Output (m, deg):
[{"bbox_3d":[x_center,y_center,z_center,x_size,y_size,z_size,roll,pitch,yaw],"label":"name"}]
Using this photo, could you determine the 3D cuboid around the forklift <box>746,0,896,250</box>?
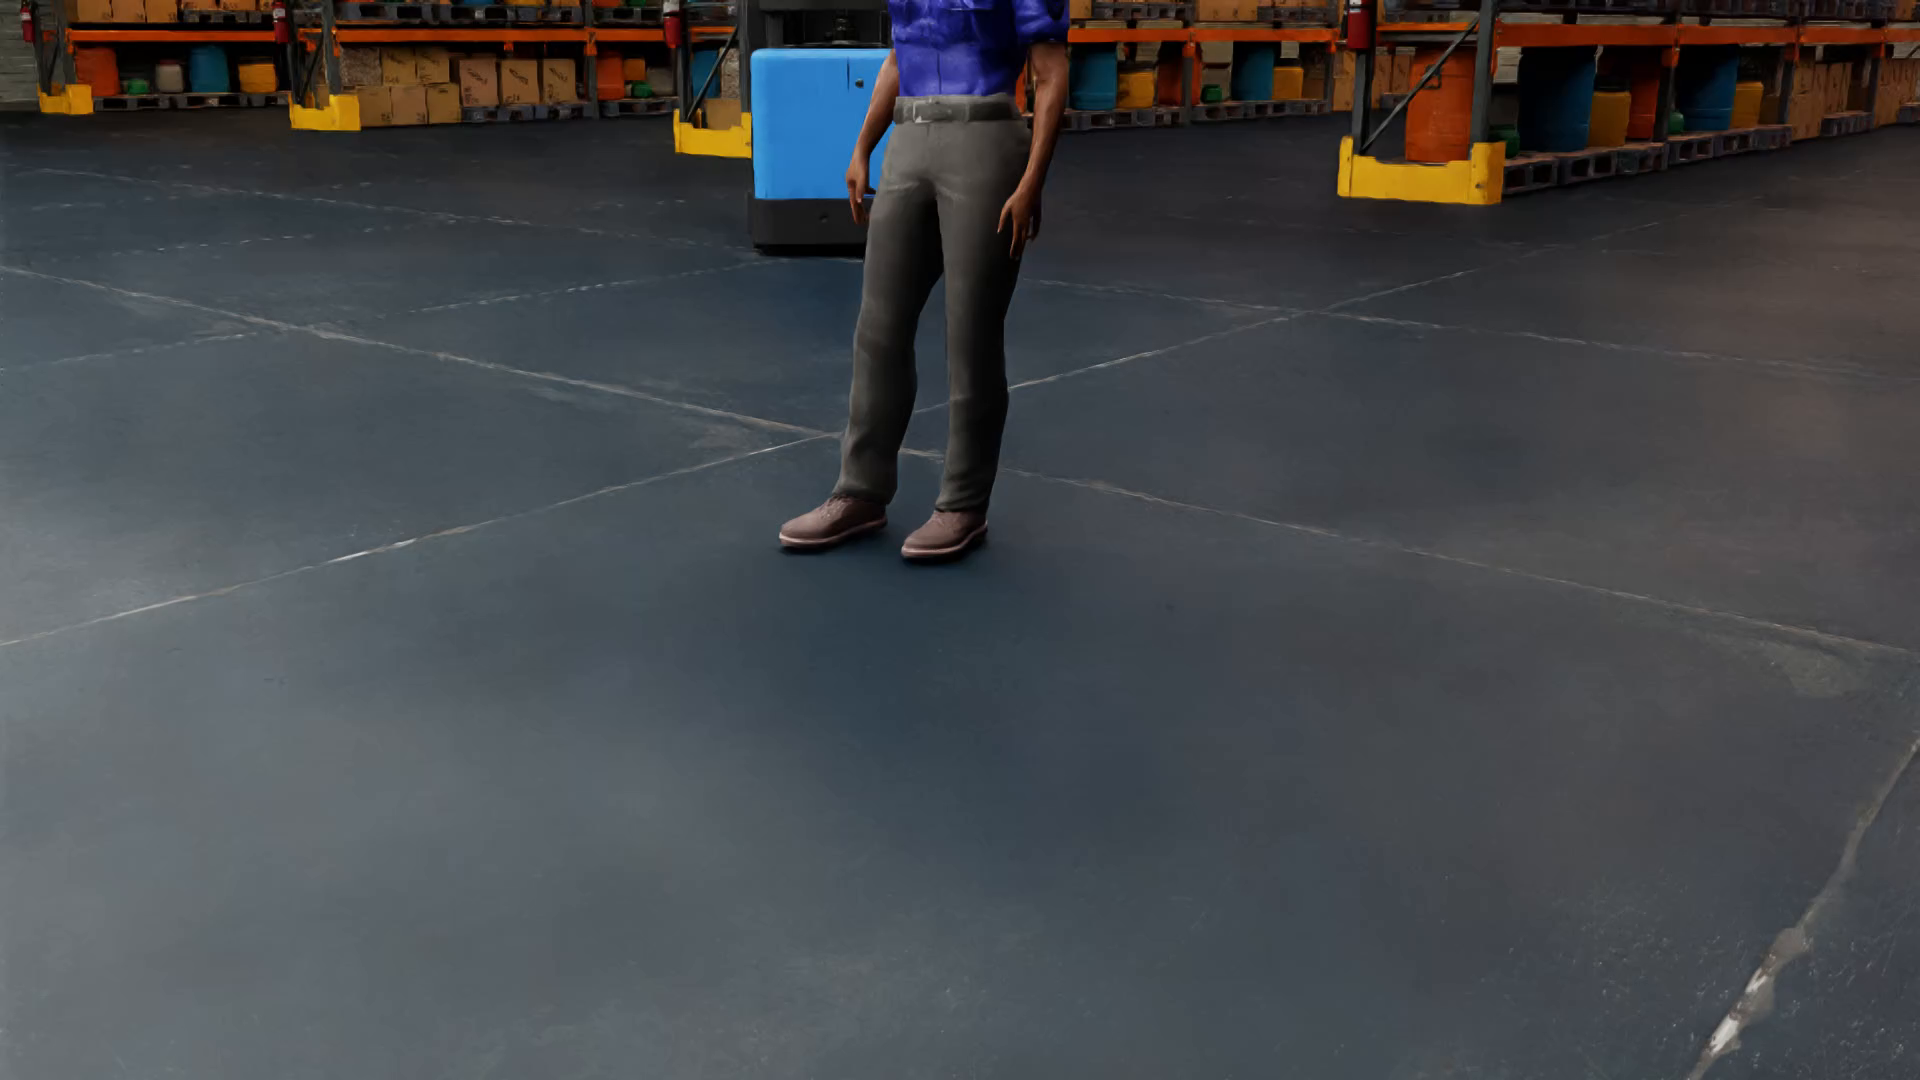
[{"bbox_3d":[-0.735,-3.369,9.994,1.130,2.935,3.031,-2,17,-6],"label":"forklift"}]

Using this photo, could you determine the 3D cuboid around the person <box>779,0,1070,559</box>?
[{"bbox_3d":[-0.071,-0.783,3.647,0.570,1.654,0.503,13,21,37],"label":"person"}]
